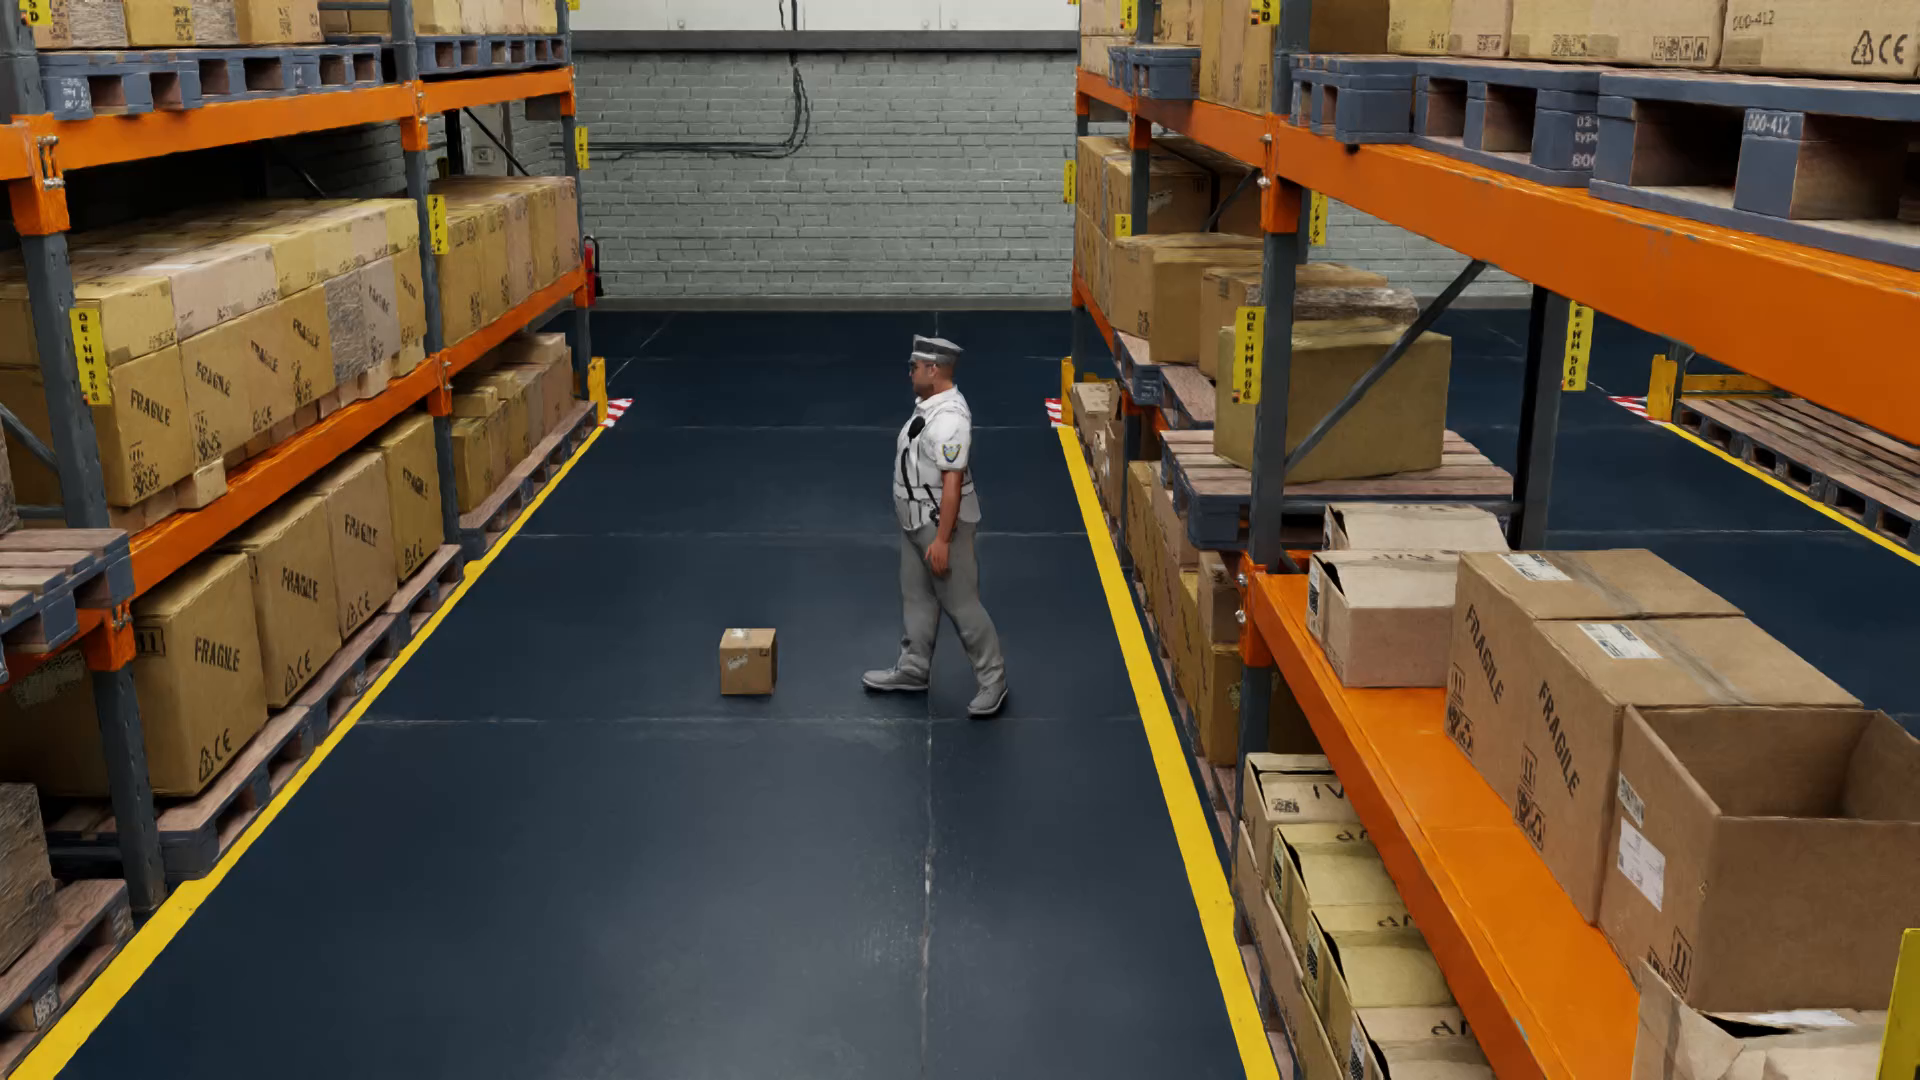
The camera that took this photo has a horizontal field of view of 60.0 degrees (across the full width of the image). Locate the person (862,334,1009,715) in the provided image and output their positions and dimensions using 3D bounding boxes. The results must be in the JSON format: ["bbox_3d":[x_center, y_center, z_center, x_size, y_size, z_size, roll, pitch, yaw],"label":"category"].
[{"bbox_3d":[-0.127,-0.096,7.811,0.656,1.747,0.774,-4,17,-13],"label":"person"}]
